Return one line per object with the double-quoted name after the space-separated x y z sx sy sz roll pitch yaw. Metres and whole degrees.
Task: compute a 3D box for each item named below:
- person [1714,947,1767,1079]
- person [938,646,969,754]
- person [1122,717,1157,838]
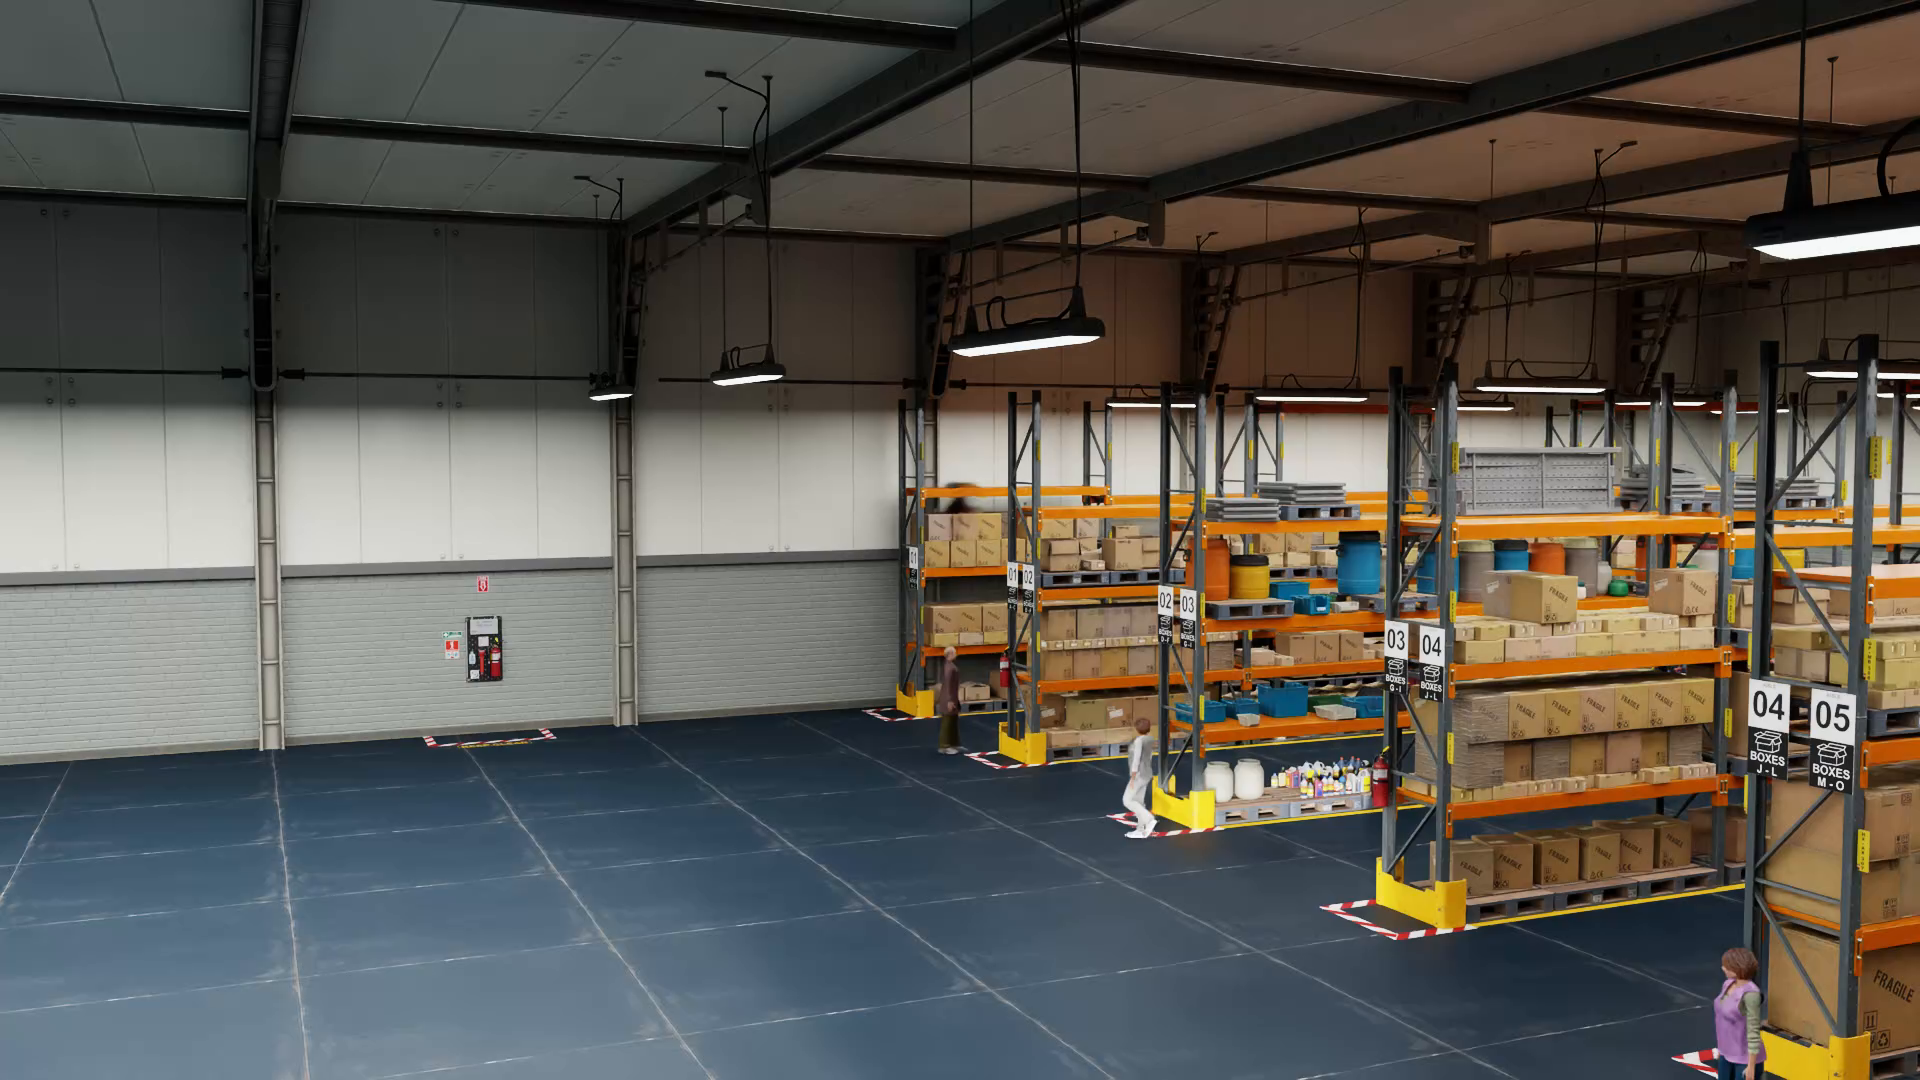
5.496 3.692 11.775 0.357 1.558 0.462 0 3 1 "person"
-0.106 2.673 27.631 0.519 1.813 0.666 0 3 1 "person"
2.344 3.087 21.545 0.441 1.601 0.415 1 3 16 "person"
